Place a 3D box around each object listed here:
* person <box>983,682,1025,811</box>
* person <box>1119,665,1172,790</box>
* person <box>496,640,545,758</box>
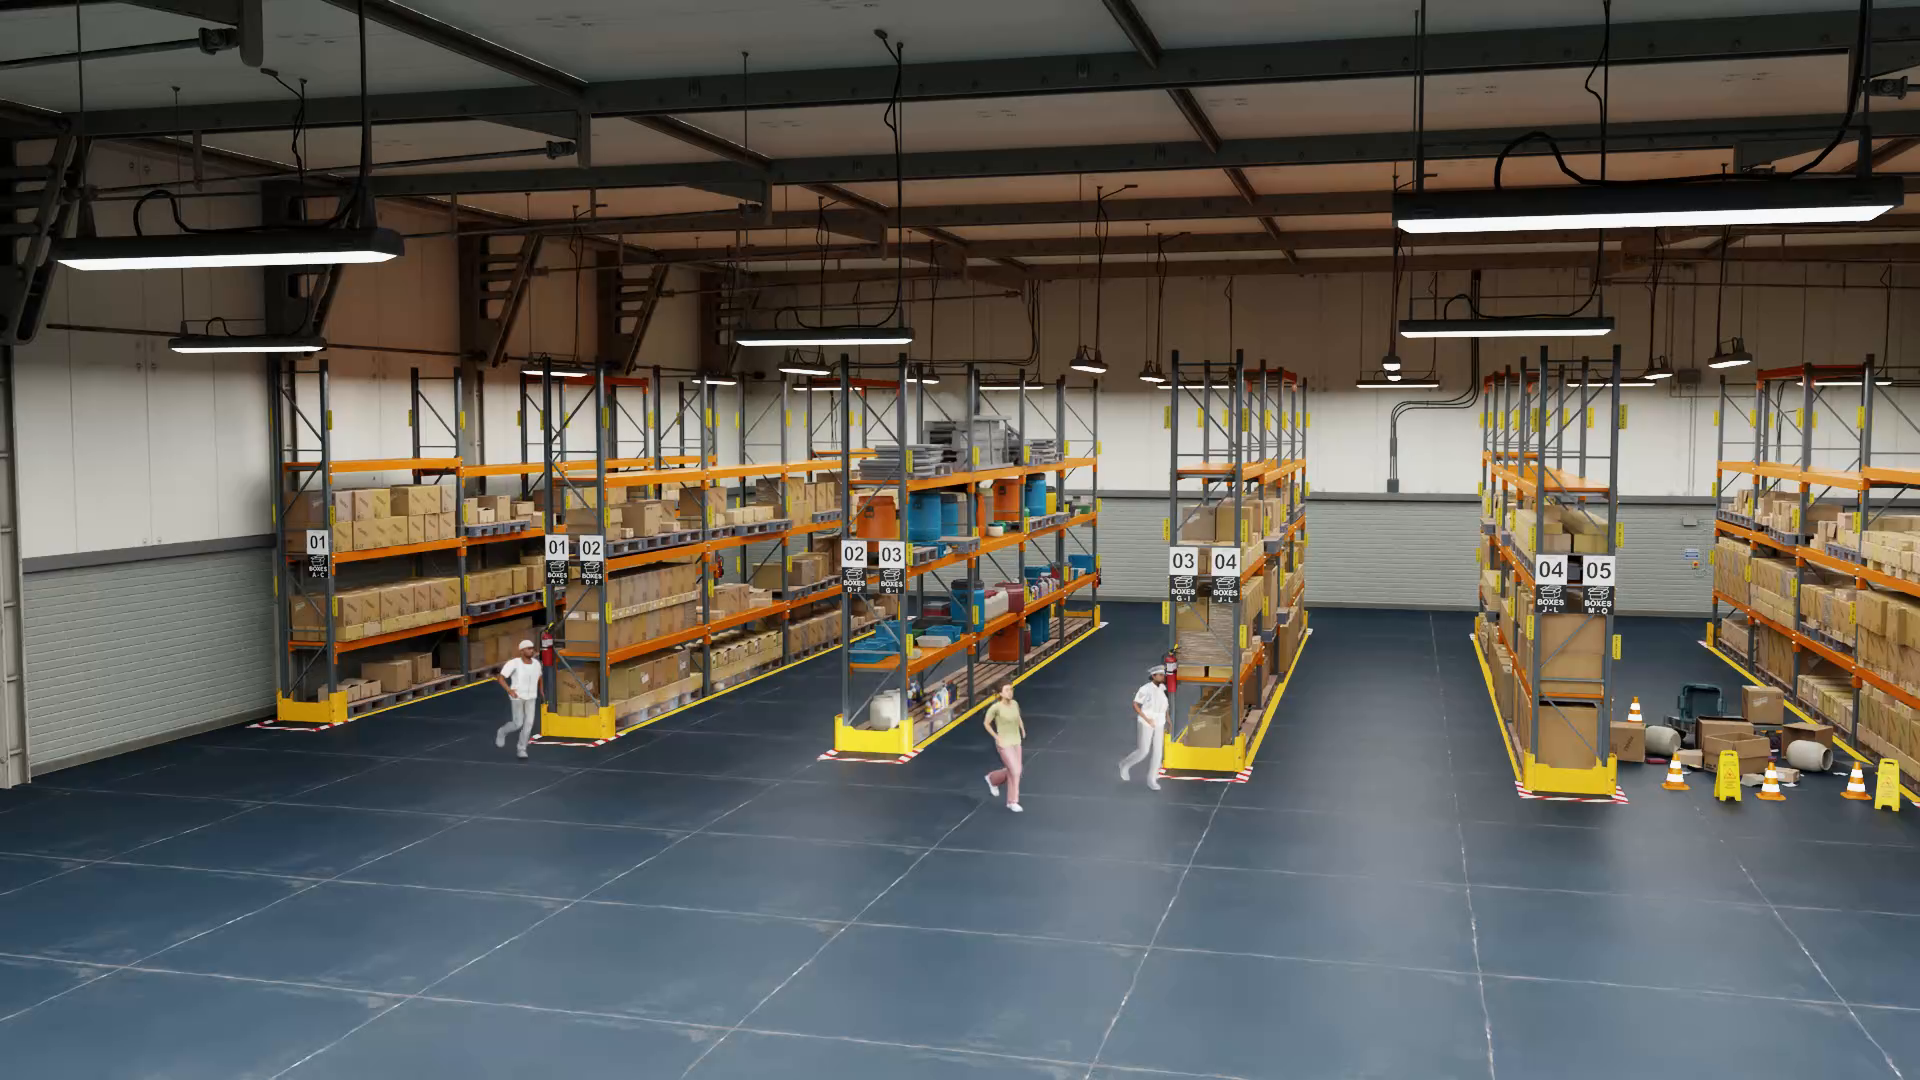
[{"bbox_3d":[0.581,2.645,21.523,0.575,1.653,0.687,-3,5,-38],"label":"person"},{"bbox_3d":[2.641,2.534,22.819,0.654,1.655,0.776,-3,5,-32],"label":"person"},{"bbox_3d":[-6.525,2.357,24.922,0.791,1.711,0.758,4,6,45],"label":"person"}]
